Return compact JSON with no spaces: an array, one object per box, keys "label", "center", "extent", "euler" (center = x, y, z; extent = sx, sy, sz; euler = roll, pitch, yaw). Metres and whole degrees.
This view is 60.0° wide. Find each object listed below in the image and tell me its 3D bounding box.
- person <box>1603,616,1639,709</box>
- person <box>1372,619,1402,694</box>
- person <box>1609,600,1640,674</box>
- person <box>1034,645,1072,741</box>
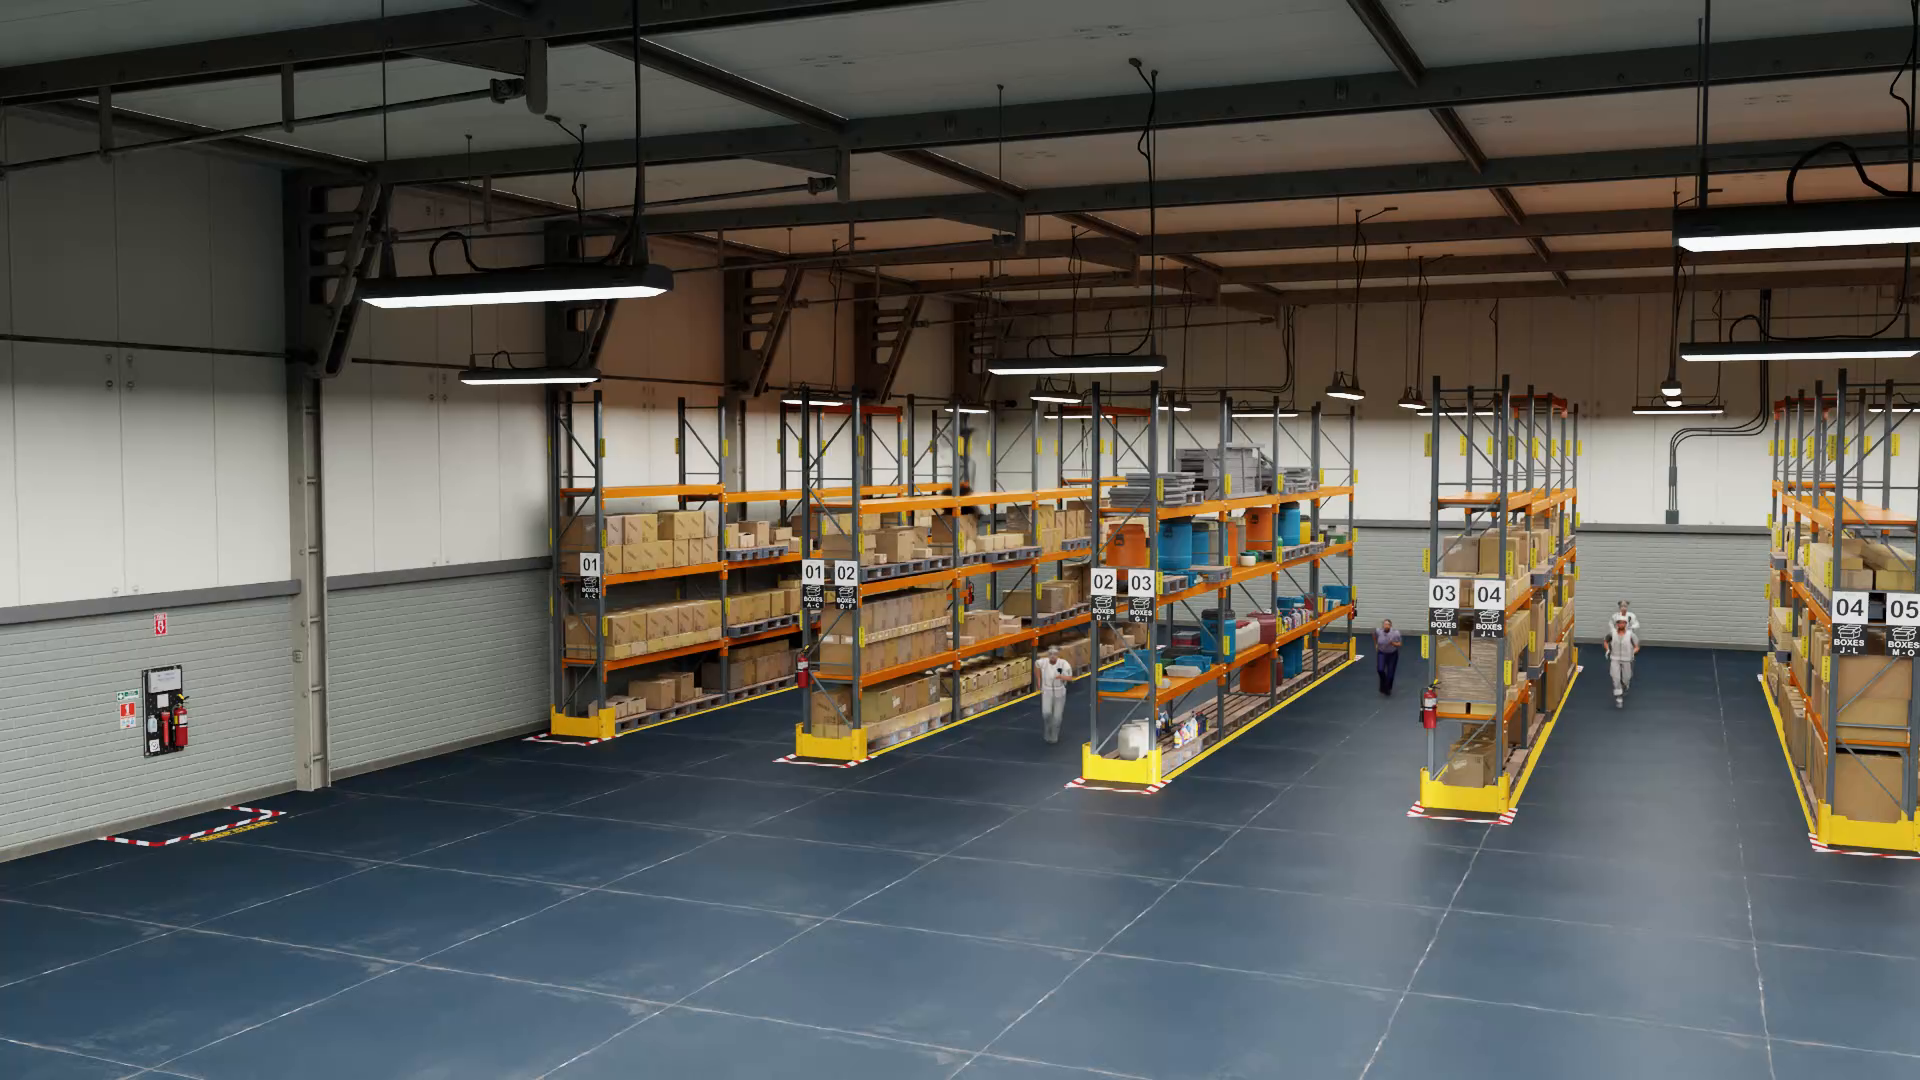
[{"label":"person","center":[12.798,2.351,32.219],"extent":[0.655,1.774,0.845],"euler":[1,3,25]},{"label":"person","center":[8.584,2.354,33.454],"extent":[0.592,1.571,0.823],"euler":[1,3,17]},{"label":"person","center":[14.524,2.168,36.346],"extent":[0.612,1.719,0.672],"euler":[1,3,17]},{"label":"person","center":[1.566,2.590,28.012],"extent":[0.644,1.693,0.869],"euler":[0,3,4]}]
